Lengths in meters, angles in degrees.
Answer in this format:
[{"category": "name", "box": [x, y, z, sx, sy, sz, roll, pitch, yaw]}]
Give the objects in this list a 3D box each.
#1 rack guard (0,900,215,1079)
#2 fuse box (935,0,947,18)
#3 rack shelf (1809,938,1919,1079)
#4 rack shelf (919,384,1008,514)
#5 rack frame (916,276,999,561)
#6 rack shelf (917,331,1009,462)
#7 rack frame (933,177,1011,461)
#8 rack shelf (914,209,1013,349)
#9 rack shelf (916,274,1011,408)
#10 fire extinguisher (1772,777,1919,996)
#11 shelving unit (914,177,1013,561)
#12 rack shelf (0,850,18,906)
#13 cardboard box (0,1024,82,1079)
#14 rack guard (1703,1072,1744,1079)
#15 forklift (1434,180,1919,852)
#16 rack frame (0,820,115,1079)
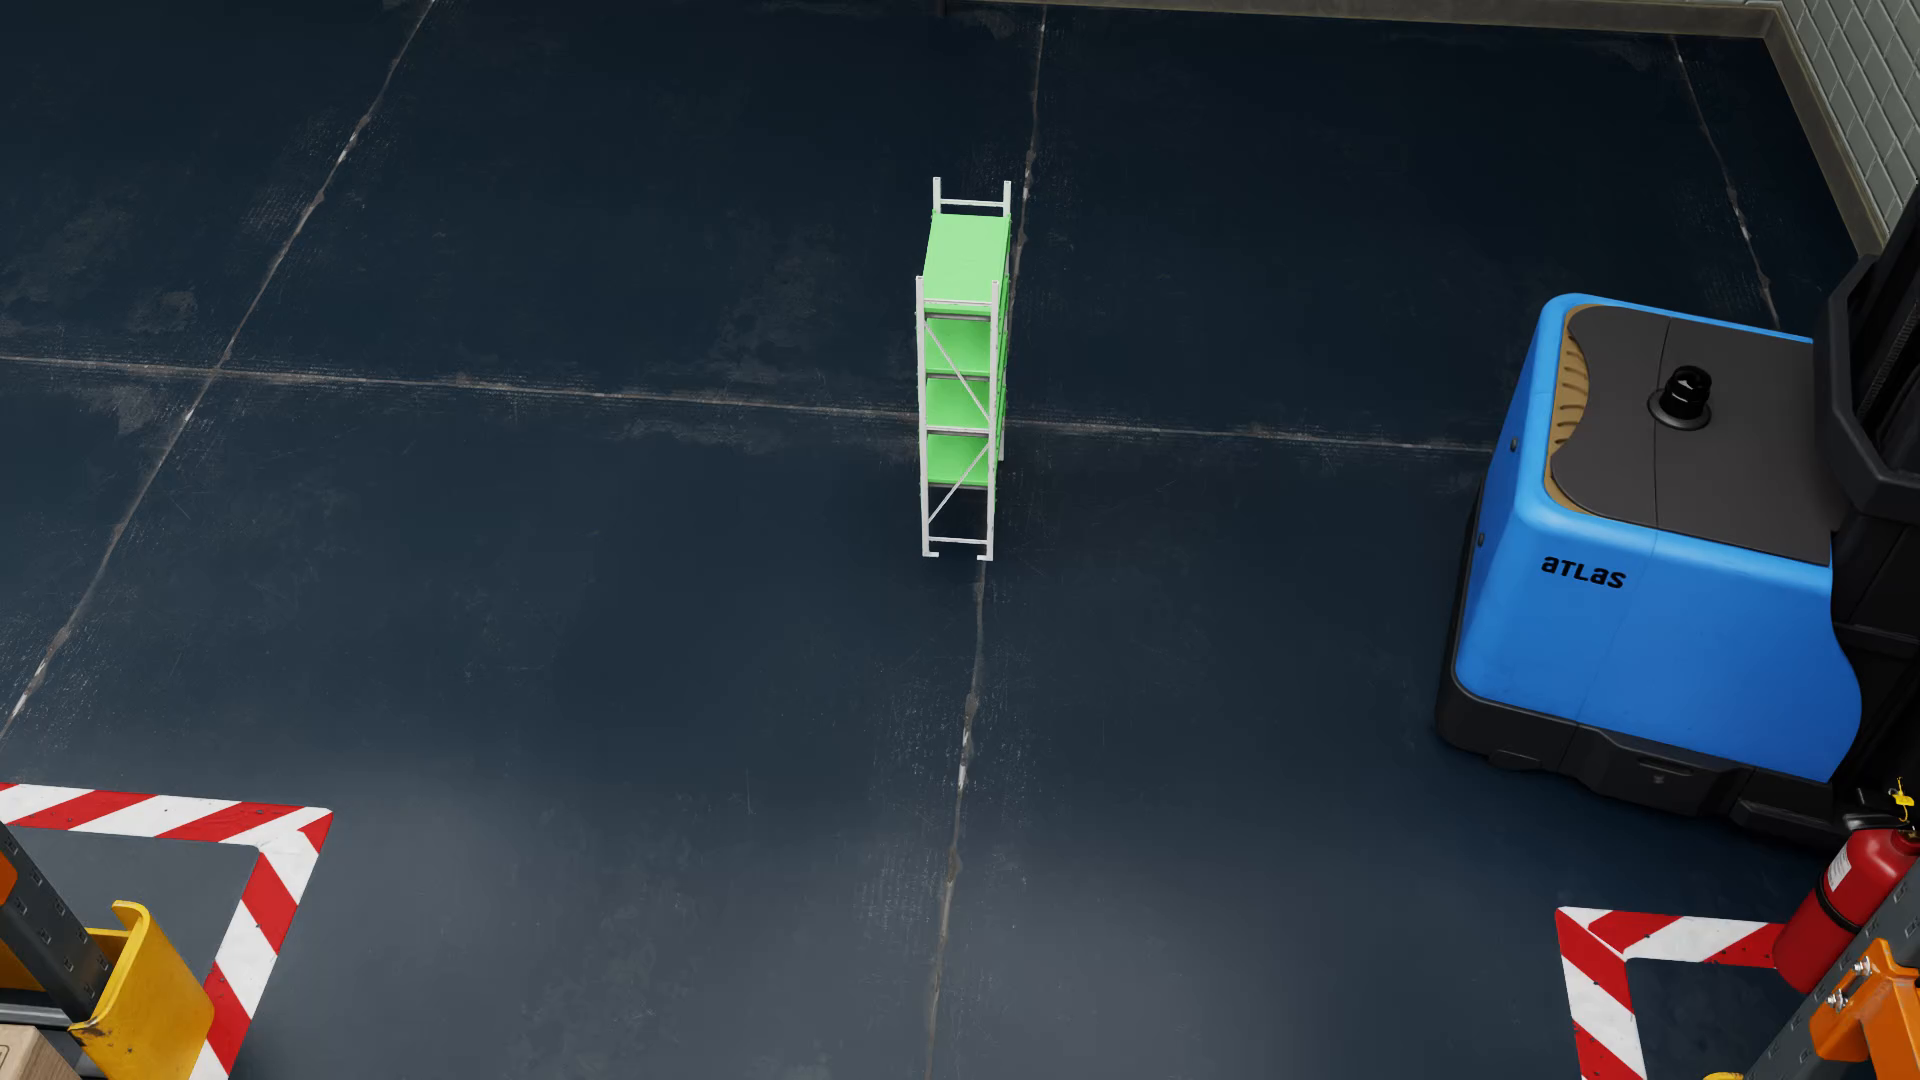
[{"category": "rack guard", "box": [-2.635, 1.182, 4.330, 1.175, 0.500, 0.348, 4, 48, 4]}, {"category": "fuse box", "box": [-0.068, -3.106, 7.431, 0.539, 1.711, 0.414, 4, 48, 4]}, {"category": "rack shelf", "box": [2.124, 2.400, 2.010, 1.077, 0.370, 4.000, 4, 48, 4]}, {"category": "rack shelf", "box": [0.015, -0.321, 5.643, 0.258, 0.148, 0.480, 4, 48, 4]}, {"category": "rack frame", "box": [-0.007, -0.347, 5.255, 0.240, 1.200, 0.015, 4, 48, 4]}, {"category": "rack shelf", "box": [0.015, -0.483, 5.466, 0.258, 0.148, 0.480, 4, 48, 4]}, {"category": "rack frame", "box": [0.037, -0.706, 5.583, 0.240, 1.200, 0.015, 4, 48, 4]}, {"category": "rack shelf", "box": [0.015, -0.807, 5.111, 0.258, 0.148, 0.480, 4, 48, 4]}, {"category": "rack shelf", "box": [0.015, -0.645, 5.289, 0.258, 0.148, 0.480, 4, 48, 4]}, {"category": "fire extinguisher", "box": [1.859, 0.700, 3.382, 0.296, 0.674, 0.183, 4, 48, 4]}, {"category": "shelving unit", "box": [0.015, -0.527, 5.419, 0.258, 1.200, 0.503, 4, 48, 4]}, {"category": "rack shelf", "box": [-2.820, 2.069, 2.313, 1.077, 0.370, 4.000, 4, 48, 4]}, {"category": "cardboard box", "box": [-2.598, 1.571, 3.732, 0.875, 0.438, 0.875, 2, 48, 2]}, {"category": "rack guard", "box": [2.299, 1.587, 3.960, 1.175, 0.500, 0.348, 4, 48, 4]}, {"category": "forklift", "box": [3.040, -0.344, 4.078, 3.031, 2.935, 1.130, 14, 49, 12]}, {"category": "rack frame", "box": [-2.637, 0.356, 3.391, 1.000, 3.000, 0.127, 4, 48, 4]}]
